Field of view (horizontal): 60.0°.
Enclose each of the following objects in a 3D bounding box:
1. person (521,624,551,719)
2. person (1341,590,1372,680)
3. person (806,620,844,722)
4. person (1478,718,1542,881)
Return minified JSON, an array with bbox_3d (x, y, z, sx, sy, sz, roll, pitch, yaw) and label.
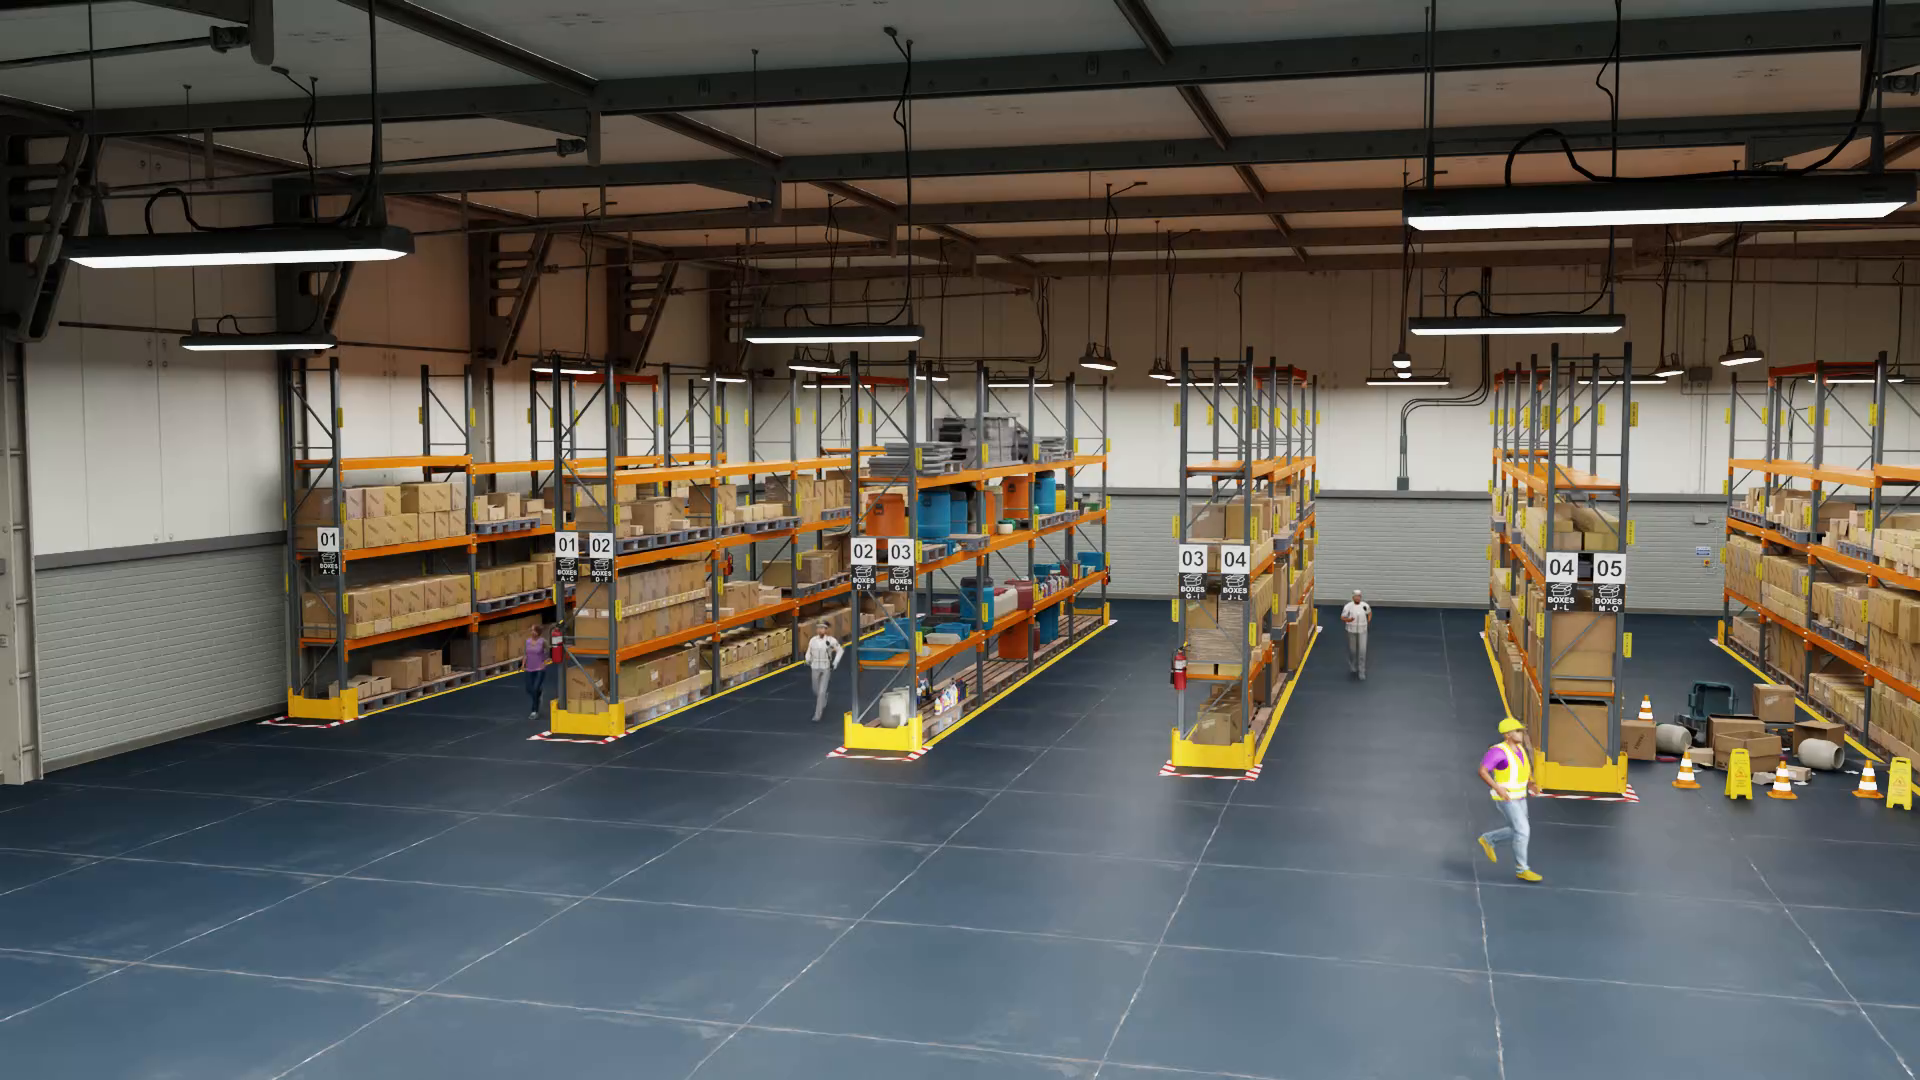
[{"bbox_3d":[-7.090,2.186,27.898,0.533,1.565,0.633,0,4,6],"label":"person"},{"bbox_3d":[7.663,1.800,32.138,0.604,1.688,0.893,1,4,10],"label":"person"},{"bbox_3d":[-2.278,2.149,27.644,0.632,1.661,0.869,1,4,13],"label":"person"},{"bbox_3d":[5.939,2.774,18.187,0.732,1.677,0.675,-4,6,-44],"label":"person"}]
